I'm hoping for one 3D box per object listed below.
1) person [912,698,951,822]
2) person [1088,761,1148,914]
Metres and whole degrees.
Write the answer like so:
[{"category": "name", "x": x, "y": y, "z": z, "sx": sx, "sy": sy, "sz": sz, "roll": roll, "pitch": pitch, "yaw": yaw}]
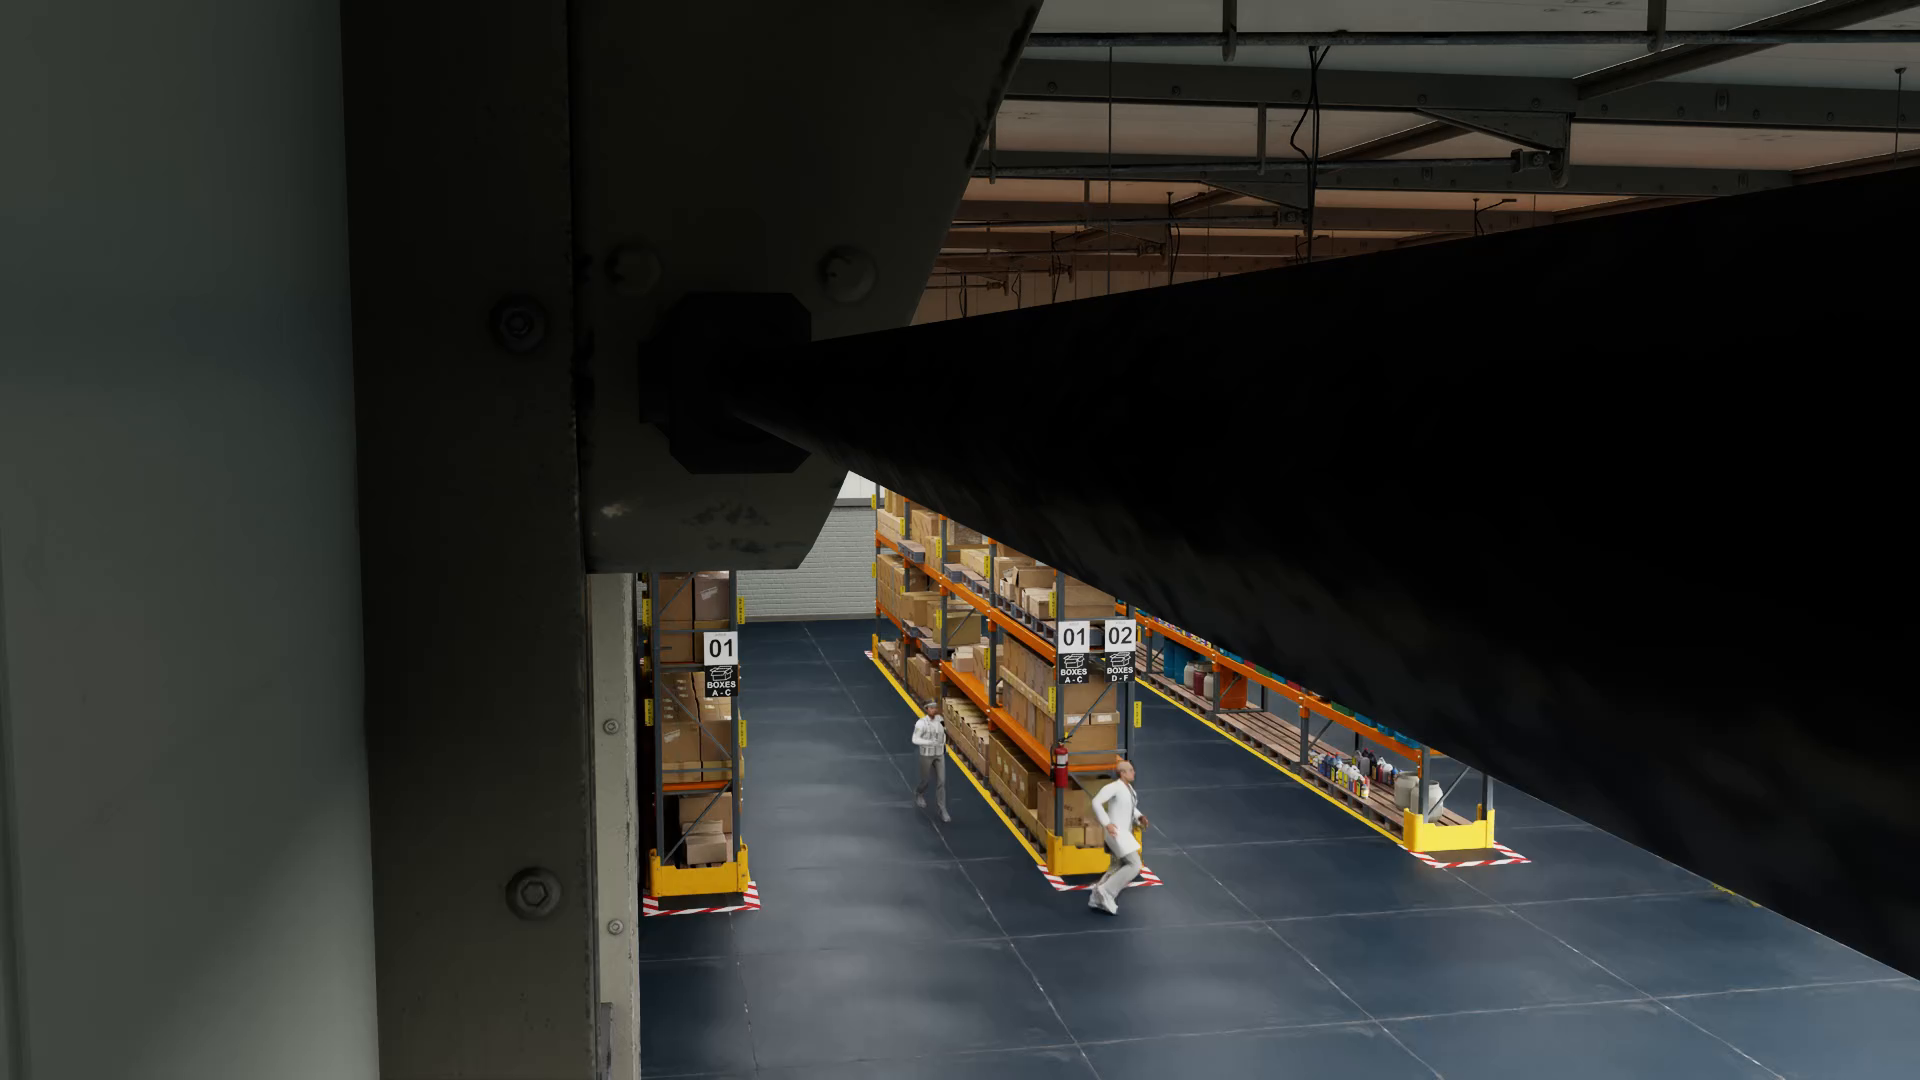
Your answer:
[{"category": "person", "x": -0.412, "y": 3.058, "z": 23.498, "sx": 0.578, "sy": 1.697, "sz": 0.920, "roll": -3, "pitch": 6, "yaw": -25}, {"category": "person", "x": 1.877, "y": 3.460, "z": 19.516, "sx": 0.676, "sy": 1.712, "sz": 0.721, "roll": 2, "pitch": 6, "yaw": 19}]
